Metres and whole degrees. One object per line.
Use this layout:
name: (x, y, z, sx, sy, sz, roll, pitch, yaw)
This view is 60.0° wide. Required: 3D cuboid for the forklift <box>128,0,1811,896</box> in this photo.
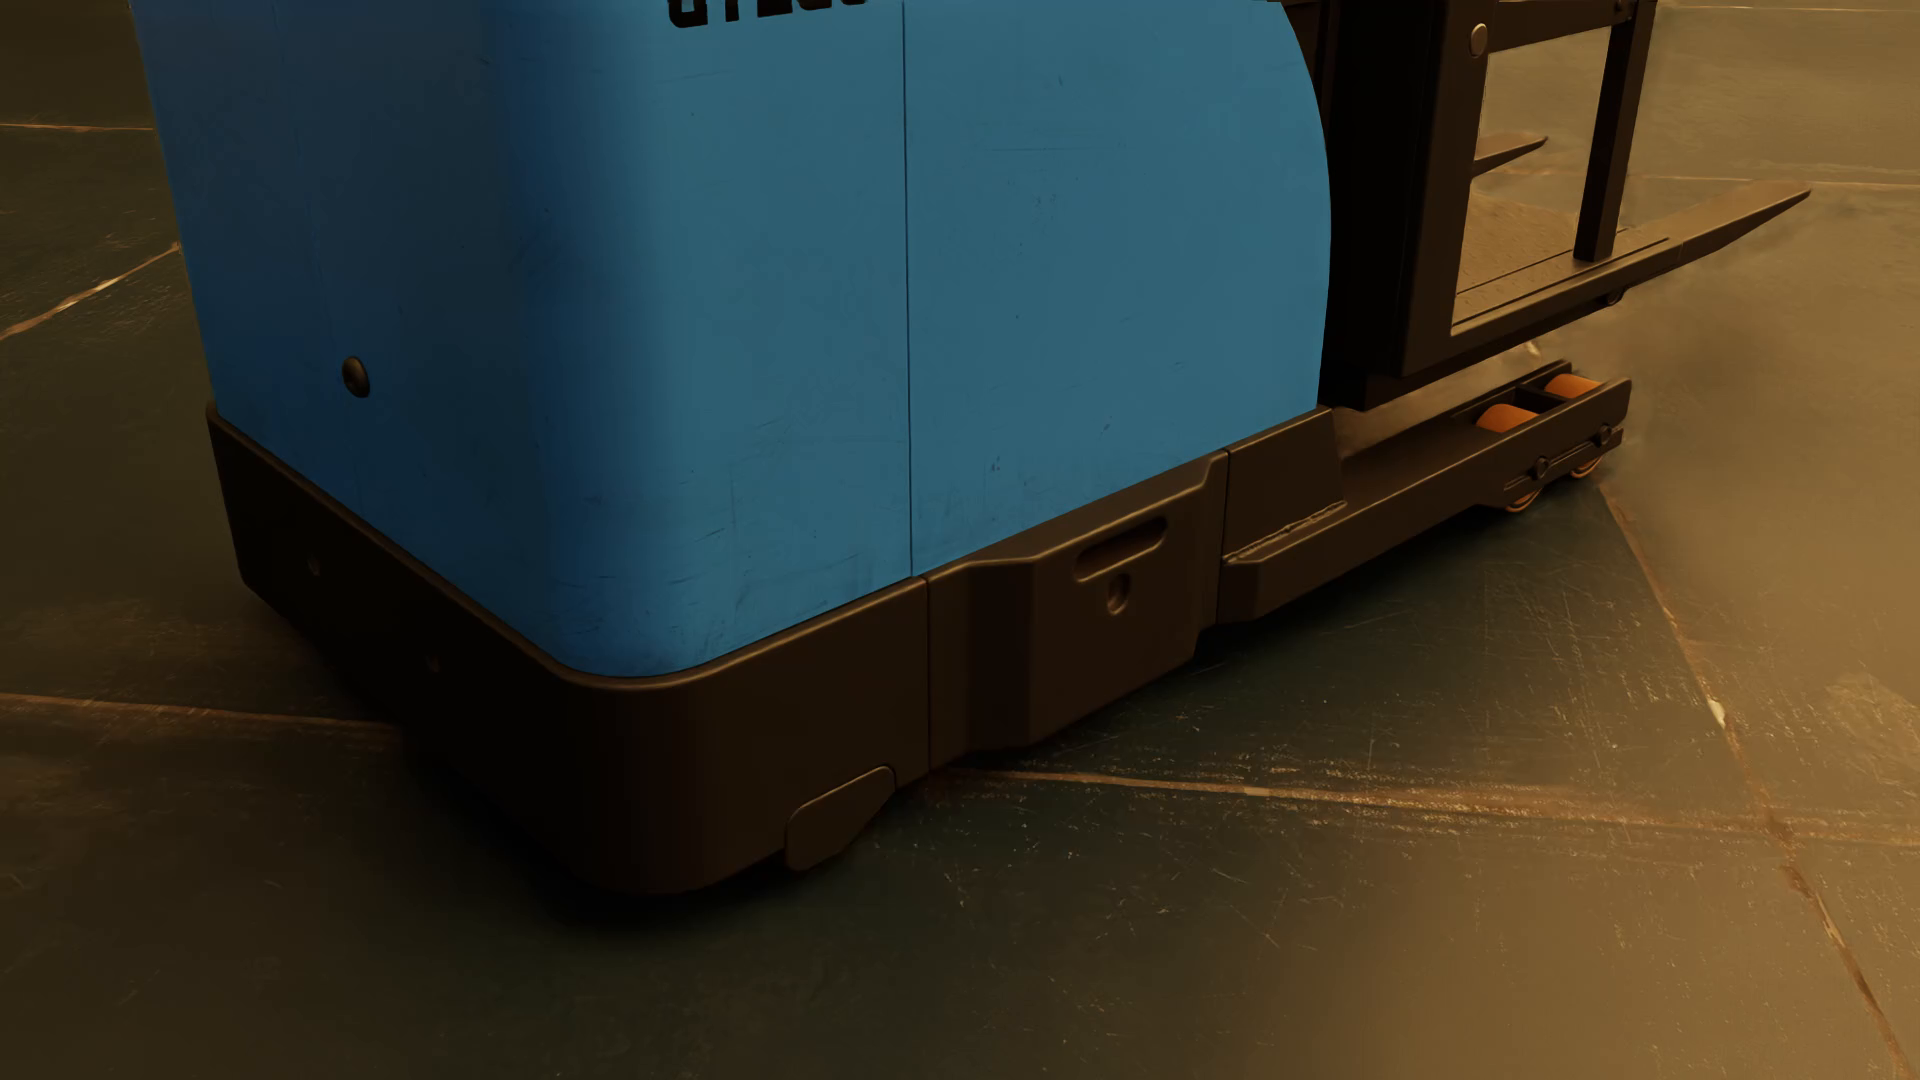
forklift: (0.446, -1.507, 2.237, 3.031, 2.935, 1.130, -22, 34, -37)
